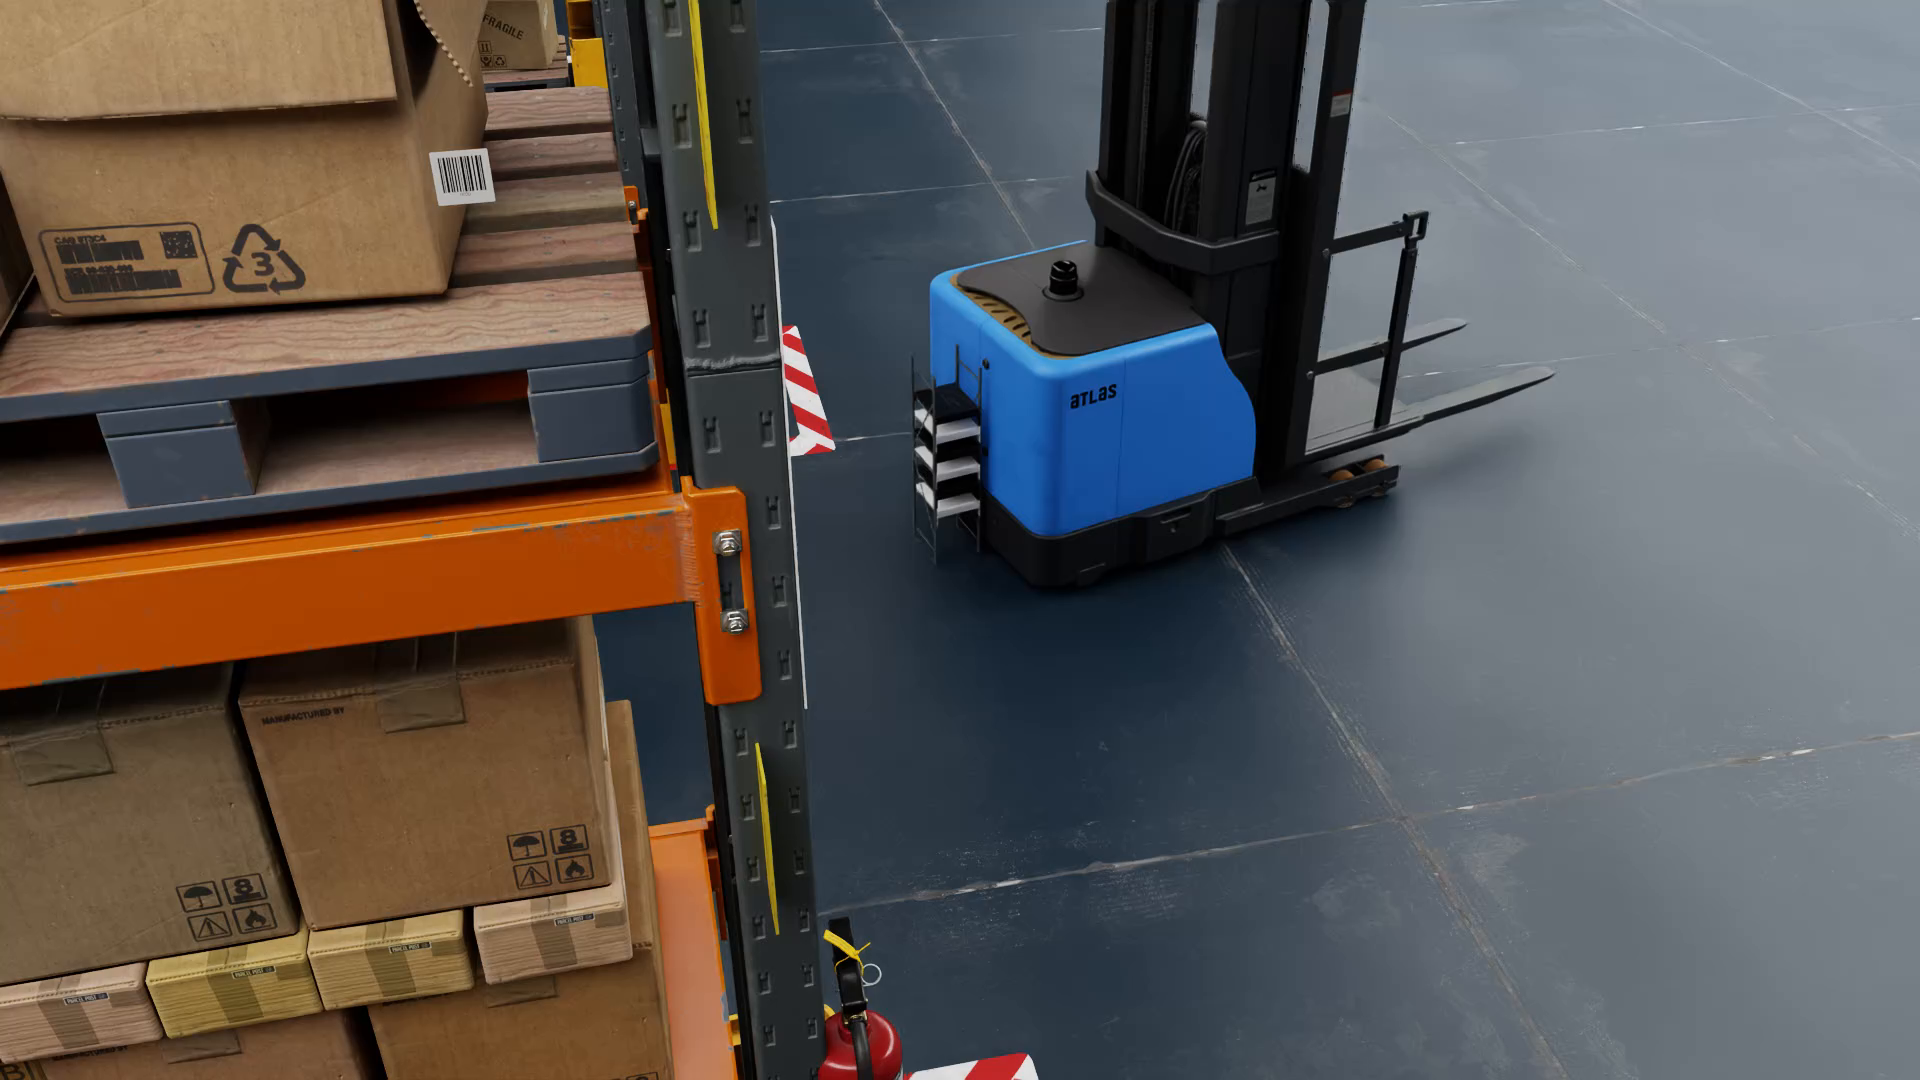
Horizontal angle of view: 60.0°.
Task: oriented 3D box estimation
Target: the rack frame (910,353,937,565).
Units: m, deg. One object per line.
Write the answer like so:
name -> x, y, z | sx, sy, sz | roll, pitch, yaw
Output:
rack frame -> -0.150, -0.326, 6.928 | 0.006, 0.900, 0.240 | -15, 37, -21

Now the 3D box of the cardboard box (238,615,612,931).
cardboard box -> -0.918, 0.229, 2.962 | 0.500, 0.500, 0.700 | -7, 35, -10

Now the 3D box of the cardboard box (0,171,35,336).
cardboard box -> -1.473, -0.378, 2.062 | 0.500, 0.250, 0.500 | -7, 35, -11

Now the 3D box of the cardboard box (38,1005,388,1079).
cardboard box -> -1.378, 0.829, 3.234 | 0.500, 0.500, 0.700 | -6, 34, -9

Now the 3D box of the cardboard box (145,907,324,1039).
cardboard box -> -1.243, 0.657, 2.908 | 0.250, 0.149, 0.380 | -8, 35, -11

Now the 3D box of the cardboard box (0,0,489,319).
cardboard box -> -0.970, -0.700, 2.314 | 0.637, 0.503, 0.797 | -5, 34, -7

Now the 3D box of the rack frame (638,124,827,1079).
rack frame -> -0.408, 0.753, 3.437 | 0.127, 3.000, 1.000 | -7, 35, -11

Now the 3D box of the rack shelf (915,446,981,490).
rack shelf -> -0.058, -0.322, 6.983 | 0.200, 0.077, 0.258 | -15, 37, -21

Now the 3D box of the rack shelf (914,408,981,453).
rack shelf -> -0.058, -0.472, 6.882 | 0.200, 0.077, 0.258 | -15, 37, -21

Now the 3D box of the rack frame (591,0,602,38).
rack frame -> -2.590, -4.632, 11.461 | 0.127, 3.000, 1.000 | -7, 35, -11

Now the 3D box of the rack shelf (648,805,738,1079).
rack shelf -> -2.359, 1.297, 3.271 | 4.000, 0.370, 1.077 | -7, 35, -11

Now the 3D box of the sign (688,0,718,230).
sign -> -0.302, -0.531, 1.934 | 0.005, 0.325, 0.100 | -7, 35, -11

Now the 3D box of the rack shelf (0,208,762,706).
rack shelf -> -2.359, 0.052, 2.435 | 4.000, 0.370, 1.077 | -7, 35, -11

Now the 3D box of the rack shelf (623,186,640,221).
rack shelf -> -3.448, -1.395, 7.283 | 4.000, 0.370, 1.077 | -7, 35, -11

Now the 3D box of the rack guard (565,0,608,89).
rack guard -> -2.664, -3.585, 12.143 | 0.348, 0.500, 1.175 | -7, 35, -11

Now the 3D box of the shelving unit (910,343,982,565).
shelving unit -> -0.058, -0.350, 6.964 | 0.210, 0.900, 0.258 | -15, 37, -21

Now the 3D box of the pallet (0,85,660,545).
pallet -> -1.104, -0.383, 2.517 | 1.213, 0.211, 1.003 | -7, 35, -11

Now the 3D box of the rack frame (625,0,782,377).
rack frame -> -0.408, -1.739, 1.765 | 0.127, 3.000, 1.000 | -7, 35, -11

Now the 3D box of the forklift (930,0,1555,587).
forklift -> 1.400, -1.602, 7.007 | 3.031, 2.935, 1.130 | -17, 37, -23

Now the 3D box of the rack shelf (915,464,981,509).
rack shelf -> -0.058, -0.248, 7.033 | 0.200, 0.077, 0.258 | -15, 37, -21

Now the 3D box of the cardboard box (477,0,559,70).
cardboard box -> -3.203, -3.701, 11.939 | 0.500, 0.500, 0.500 | -1, 34, -2

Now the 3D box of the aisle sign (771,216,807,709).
aisle sign -> -0.279, -0.175, 2.486 | 0.004, 0.787, 0.394 | -7, 35, -11

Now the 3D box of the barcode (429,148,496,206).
barcode -> -0.596, -0.435, 1.993 | 0.075, 0.075, 0.001 | -7, 35, -11

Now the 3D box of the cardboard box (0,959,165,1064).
cardboard box -> -1.489, 0.686, 2.863 | 0.250, 0.149, 0.380 | -7, 34, -10

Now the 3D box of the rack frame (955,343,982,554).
rack frame -> 0.034, -0.374, 7.000 | 0.006, 0.900, 0.240 | -15, 37, -21

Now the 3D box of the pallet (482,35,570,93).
pallet -> -3.464, -3.384, 12.103 | 1.213, 0.211, 1.003 | -7, 35, -11

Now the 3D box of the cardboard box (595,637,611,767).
cardboard box -> -0.838, 0.373, 3.331 | 0.250, 0.149, 0.380 | -7, 35, -11

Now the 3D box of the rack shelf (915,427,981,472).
rack shelf -> -0.058, -0.397, 6.932 | 0.200, 0.077, 0.258 | -15, 37, -21

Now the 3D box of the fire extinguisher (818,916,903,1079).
fire extinguisher -> -0.190, 1.023, 3.104 | 0.183, 0.674, 0.296 | -7, 35, -11

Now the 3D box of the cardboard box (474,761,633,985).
cardboard box -> -0.739, 0.592, 3.004 | 0.250, 0.149, 0.380 | -8, 35, -11

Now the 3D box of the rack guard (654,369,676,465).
rack guard -> -1.561, -0.867, 8.094 | 0.348, 0.500, 1.175 | -7, 35, -11

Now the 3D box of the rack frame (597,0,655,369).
rack frame -> -1.497, -1.940, 7.449 | 0.127, 3.000, 1.000 | -7, 35, -11

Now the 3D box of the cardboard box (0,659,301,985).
cardboard box -> -1.430, 0.297, 2.862 | 0.500, 0.500, 0.700 | -8, 35, -12

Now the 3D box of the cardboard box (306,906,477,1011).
cardboard box -> -0.994, 0.625, 2.955 | 0.250, 0.149, 0.380 | -6, 34, -9

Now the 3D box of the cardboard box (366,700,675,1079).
cardboard box -> -0.866, 0.761, 3.334 | 0.500, 0.500, 0.700 | -7, 35, -11

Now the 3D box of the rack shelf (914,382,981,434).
rack shelf -> -0.058, -0.547, 6.832 | 0.200, 0.077, 0.258 | -15, 37, -21

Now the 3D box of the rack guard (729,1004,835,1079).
rack guard -> -0.385, 1.788, 4.138 | 0.348, 0.500, 1.175 | -7, 35, -11

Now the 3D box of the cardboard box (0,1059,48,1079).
cardboard box -> -1.863, 0.887, 3.147 | 0.500, 0.500, 0.700 | -7, 34, -10

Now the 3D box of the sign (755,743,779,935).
sign -> -0.302, 0.470, 2.606 | 0.005, 0.325, 0.100 | -7, 35, -11

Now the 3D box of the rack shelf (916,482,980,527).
rack shelf -> -0.058, -0.173, 7.083 | 0.200, 0.077, 0.258 | -15, 37, -21
